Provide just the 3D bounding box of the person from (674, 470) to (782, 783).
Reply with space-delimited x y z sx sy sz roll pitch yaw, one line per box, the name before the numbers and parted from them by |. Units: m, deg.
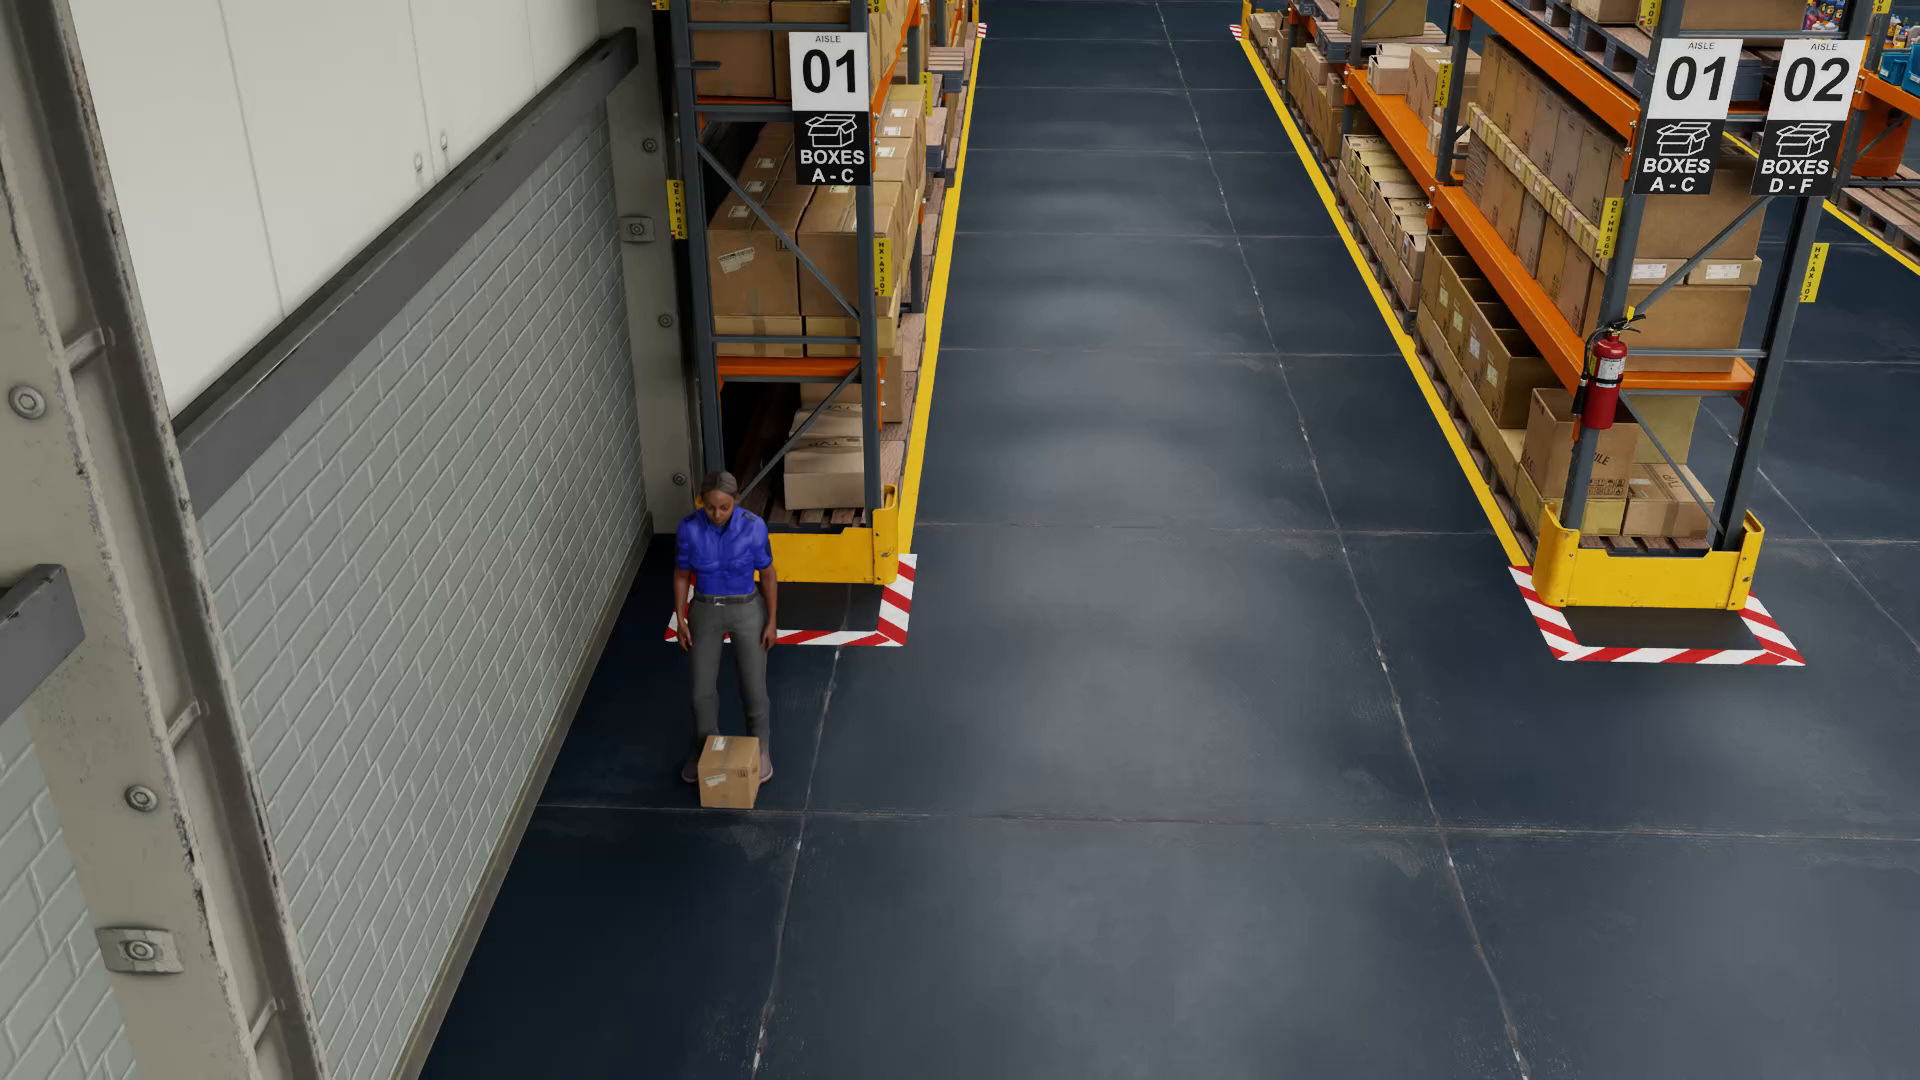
person | -1.119 0.392 7.894 0.510 1.656 0.347 0 28 0
